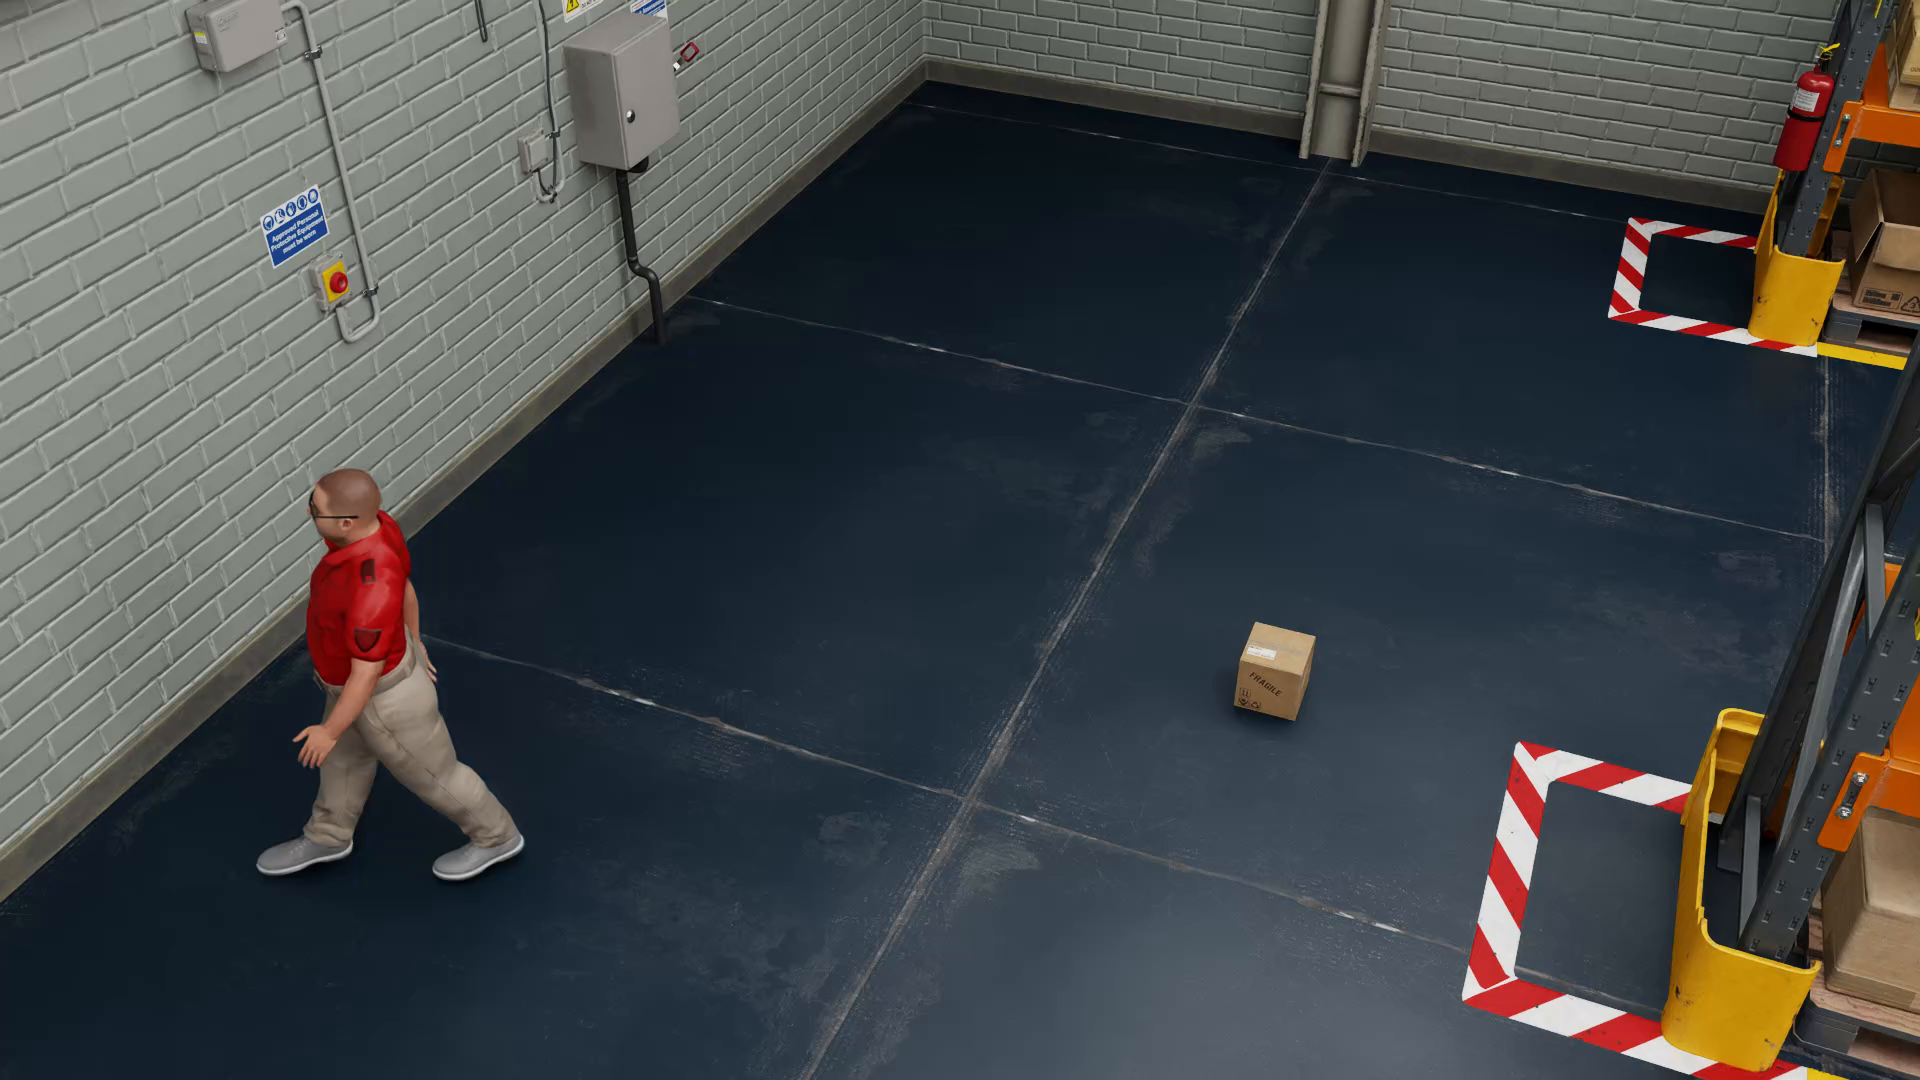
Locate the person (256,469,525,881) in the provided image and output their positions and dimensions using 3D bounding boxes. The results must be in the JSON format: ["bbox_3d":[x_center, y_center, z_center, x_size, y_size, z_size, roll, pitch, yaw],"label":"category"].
[{"bbox_3d":[-2.028,0.516,5.466,0.904,1.688,0.539,-14,40,-18],"label":"person"}]
